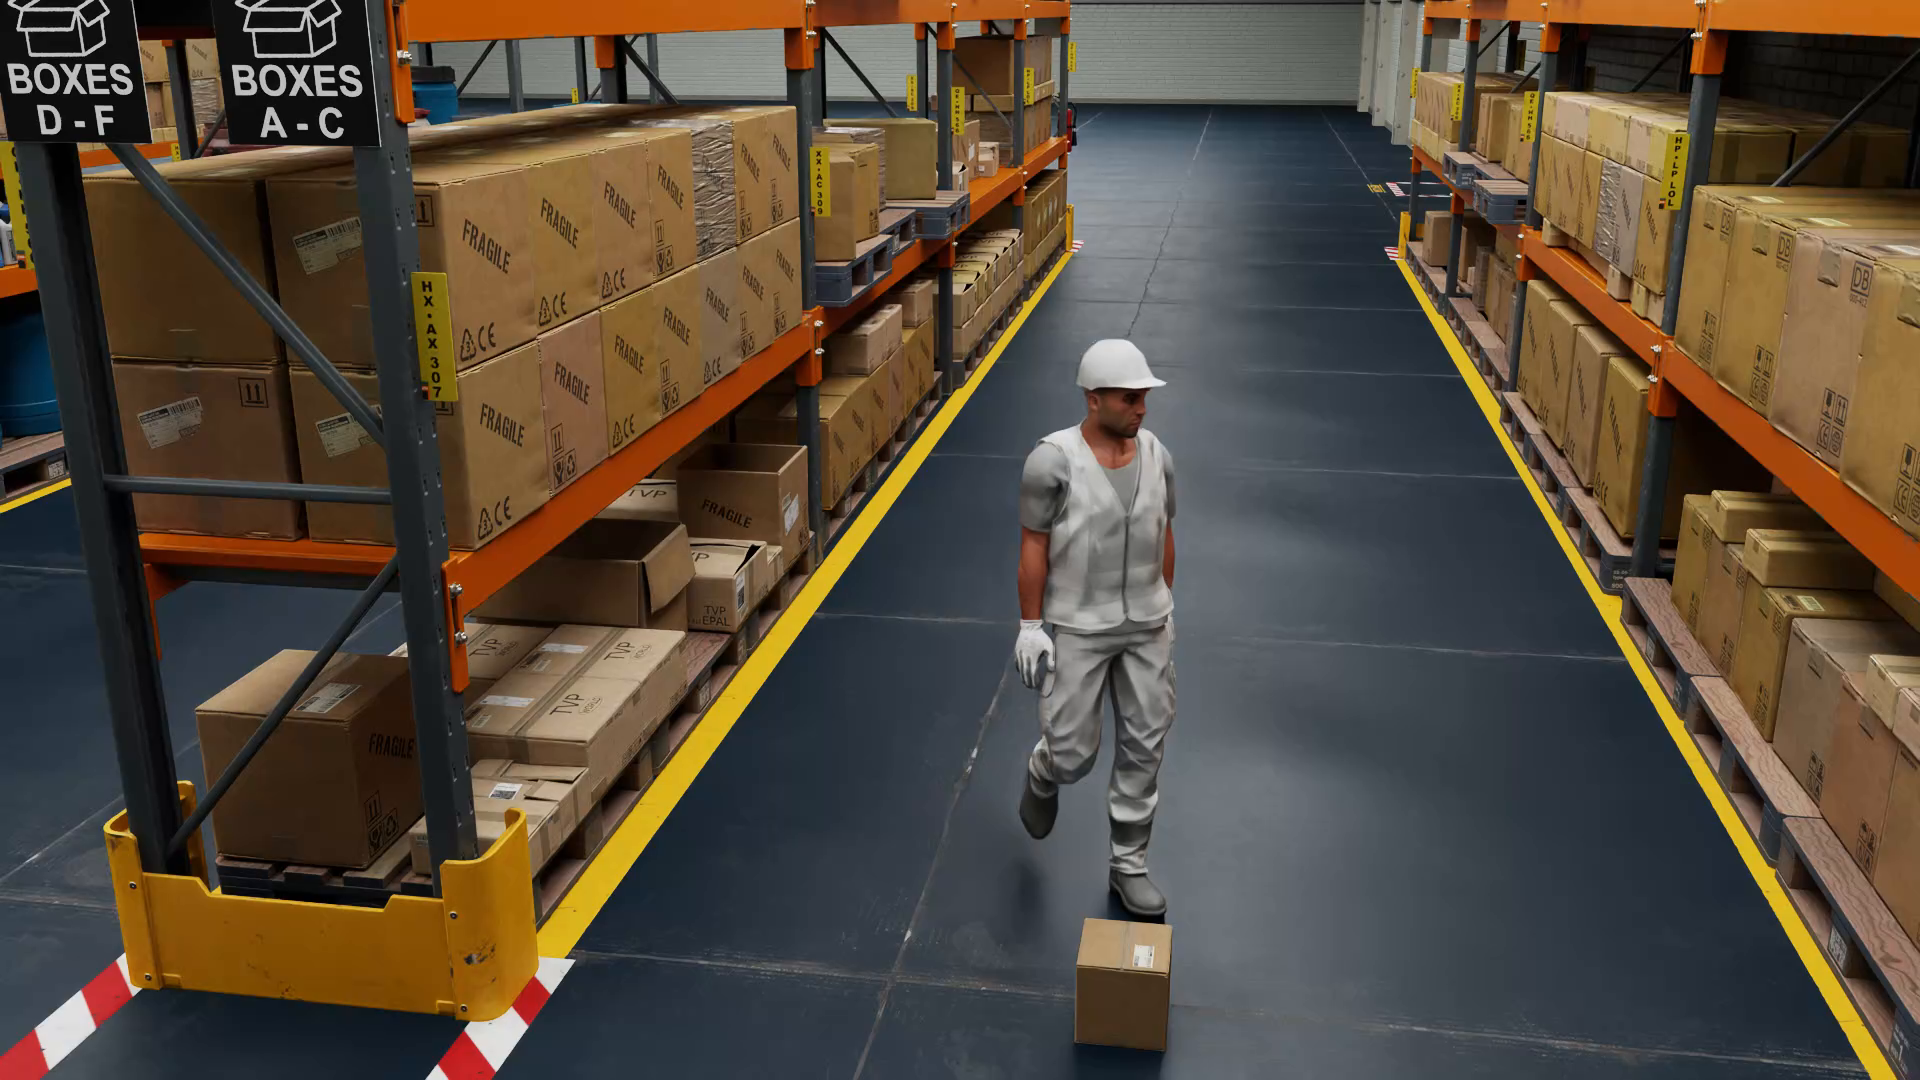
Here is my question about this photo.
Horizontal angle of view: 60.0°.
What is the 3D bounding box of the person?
[{"bbox_3d":[0.427,0.260,5.148,0.563,1.779,0.650,-6,19,-19],"label":"person"}]
